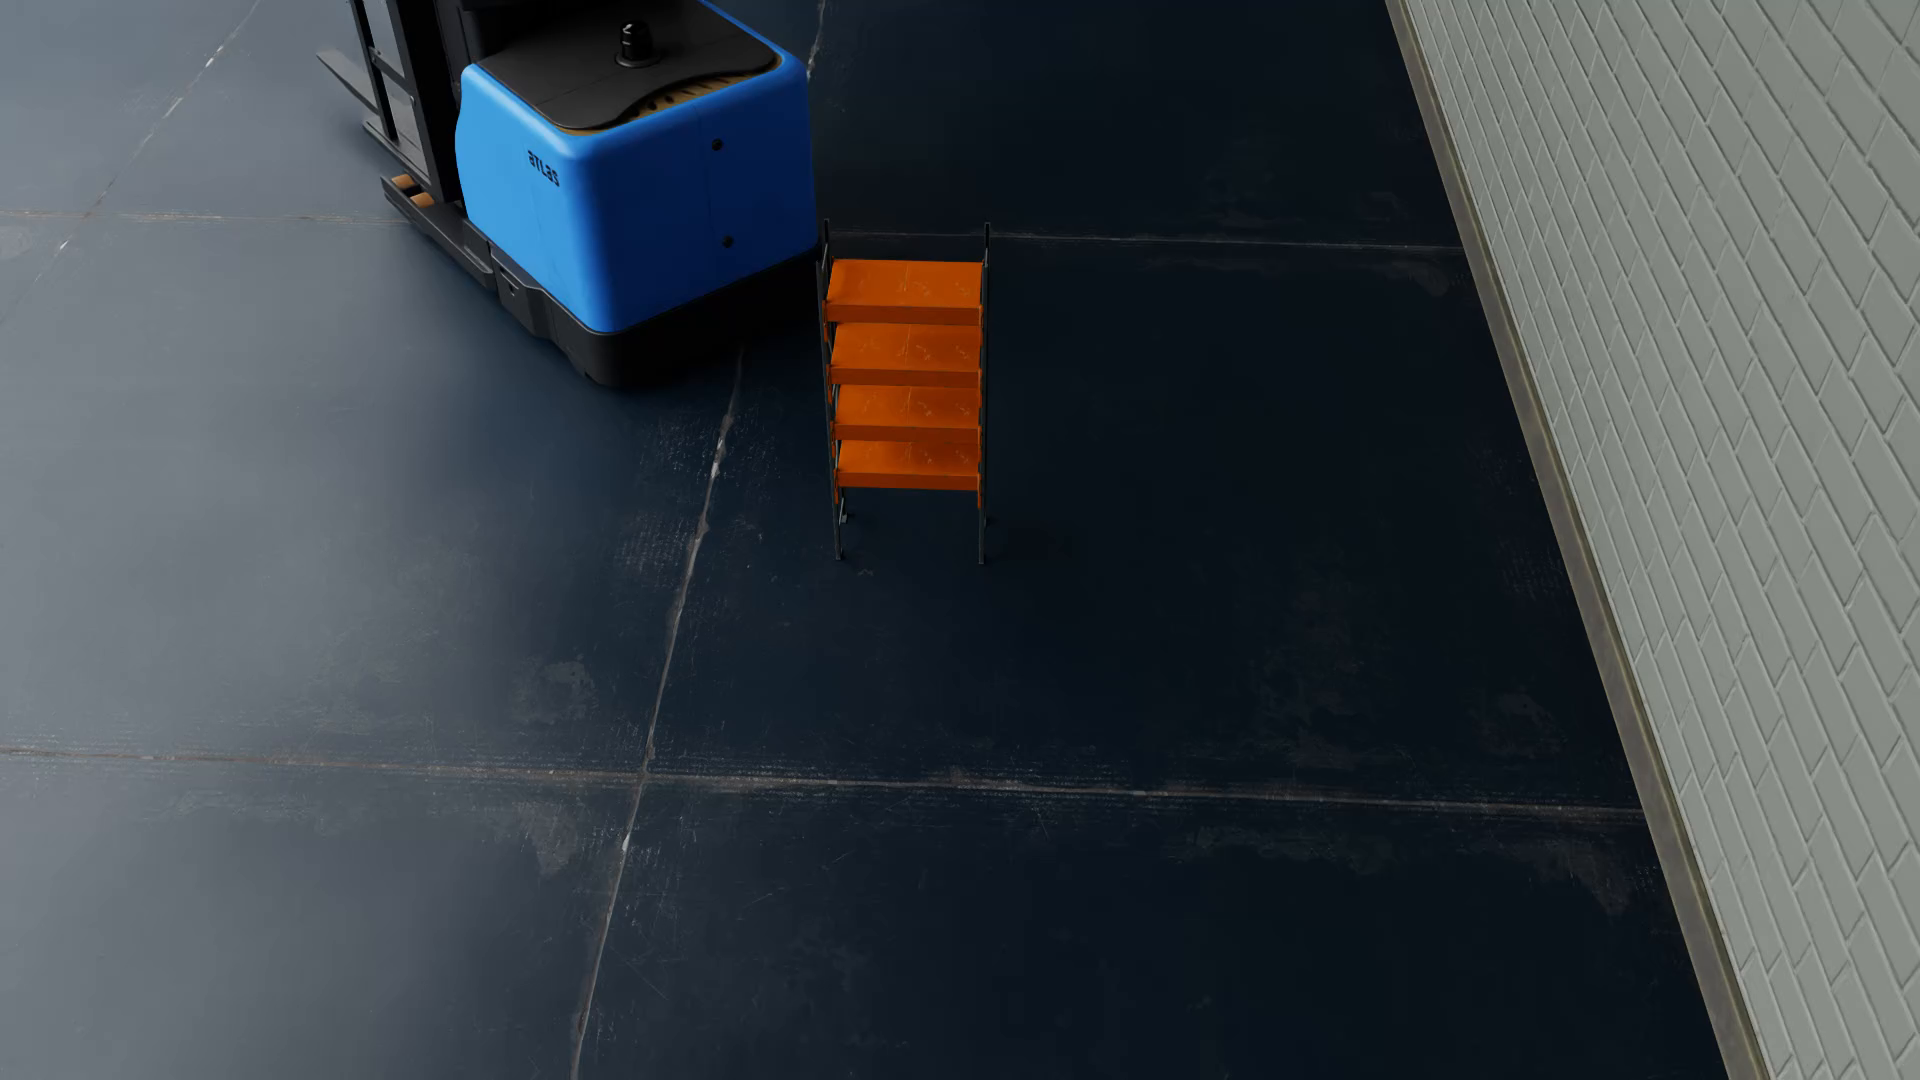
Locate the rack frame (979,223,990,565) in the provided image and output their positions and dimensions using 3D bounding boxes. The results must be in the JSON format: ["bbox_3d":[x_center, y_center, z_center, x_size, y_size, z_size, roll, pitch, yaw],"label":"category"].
[{"bbox_3d":[0.078,-0.437,5.338,0.015,1.200,0.240,2,43,2],"label":"rack frame"}]

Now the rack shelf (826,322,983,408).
[{"bbox_3d":[-0.165,-0.559,5.240,0.480,0.148,0.258,2,43,2],"label":"rack shelf"}]

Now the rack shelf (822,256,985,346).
[{"bbox_3d":[-0.165,-0.732,5.079,0.480,0.148,0.258,2,43,2],"label":"rack shelf"}]

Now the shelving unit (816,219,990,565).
[{"bbox_3d":[-0.165,-0.444,5.346,0.503,1.200,0.258,2,43,2],"label":"shelving unit"}]

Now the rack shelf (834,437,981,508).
[{"bbox_3d":[-0.165,-0.250,5.528,0.480,0.148,0.258,2,43,2],"label":"rack shelf"}]

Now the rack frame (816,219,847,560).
[{"bbox_3d":[-0.409,-0.452,5.355,0.015,1.200,0.240,2,43,2],"label":"rack frame"}]

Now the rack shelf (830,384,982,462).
[{"bbox_3d":[-0.165,-0.395,5.392,0.480,0.148,0.258,2,43,2],"label":"rack shelf"}]

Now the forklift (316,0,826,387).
[{"bbox_3d":[-1.862,-2.593,6.383,1.130,2.935,3.031,-29,50,-27],"label":"forklift"}]
